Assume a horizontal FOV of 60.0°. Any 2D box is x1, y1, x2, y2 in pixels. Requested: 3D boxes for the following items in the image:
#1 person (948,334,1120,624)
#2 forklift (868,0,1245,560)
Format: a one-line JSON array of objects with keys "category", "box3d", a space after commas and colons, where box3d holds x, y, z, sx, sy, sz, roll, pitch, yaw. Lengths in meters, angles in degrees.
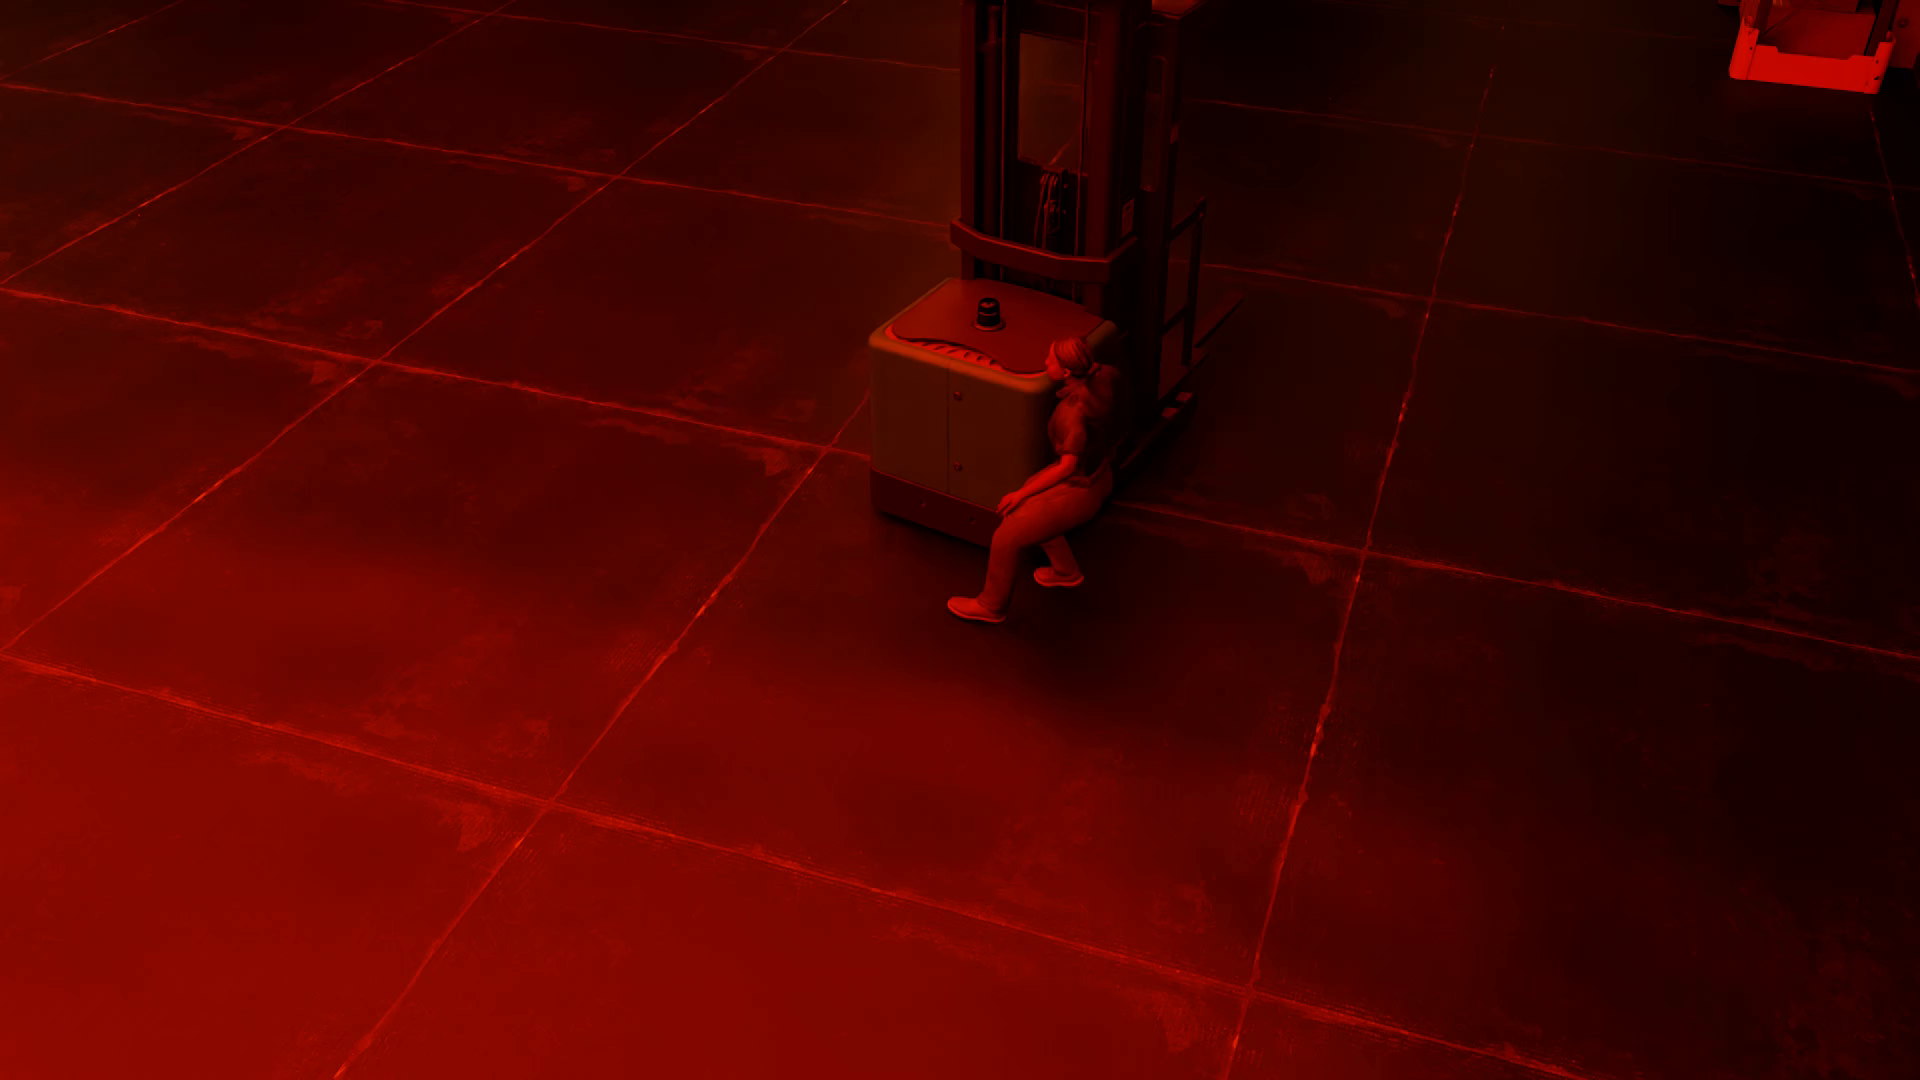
[{"category": "person", "box3d": [0.336, -0.298, 7.731, 0.693, 1.534, 0.946, 16, 38, 21]}, {"category": "forklift", "box3d": [0.721, -1.917, 8.814, 1.130, 2.935, 3.031, 19, 40, 25]}]
